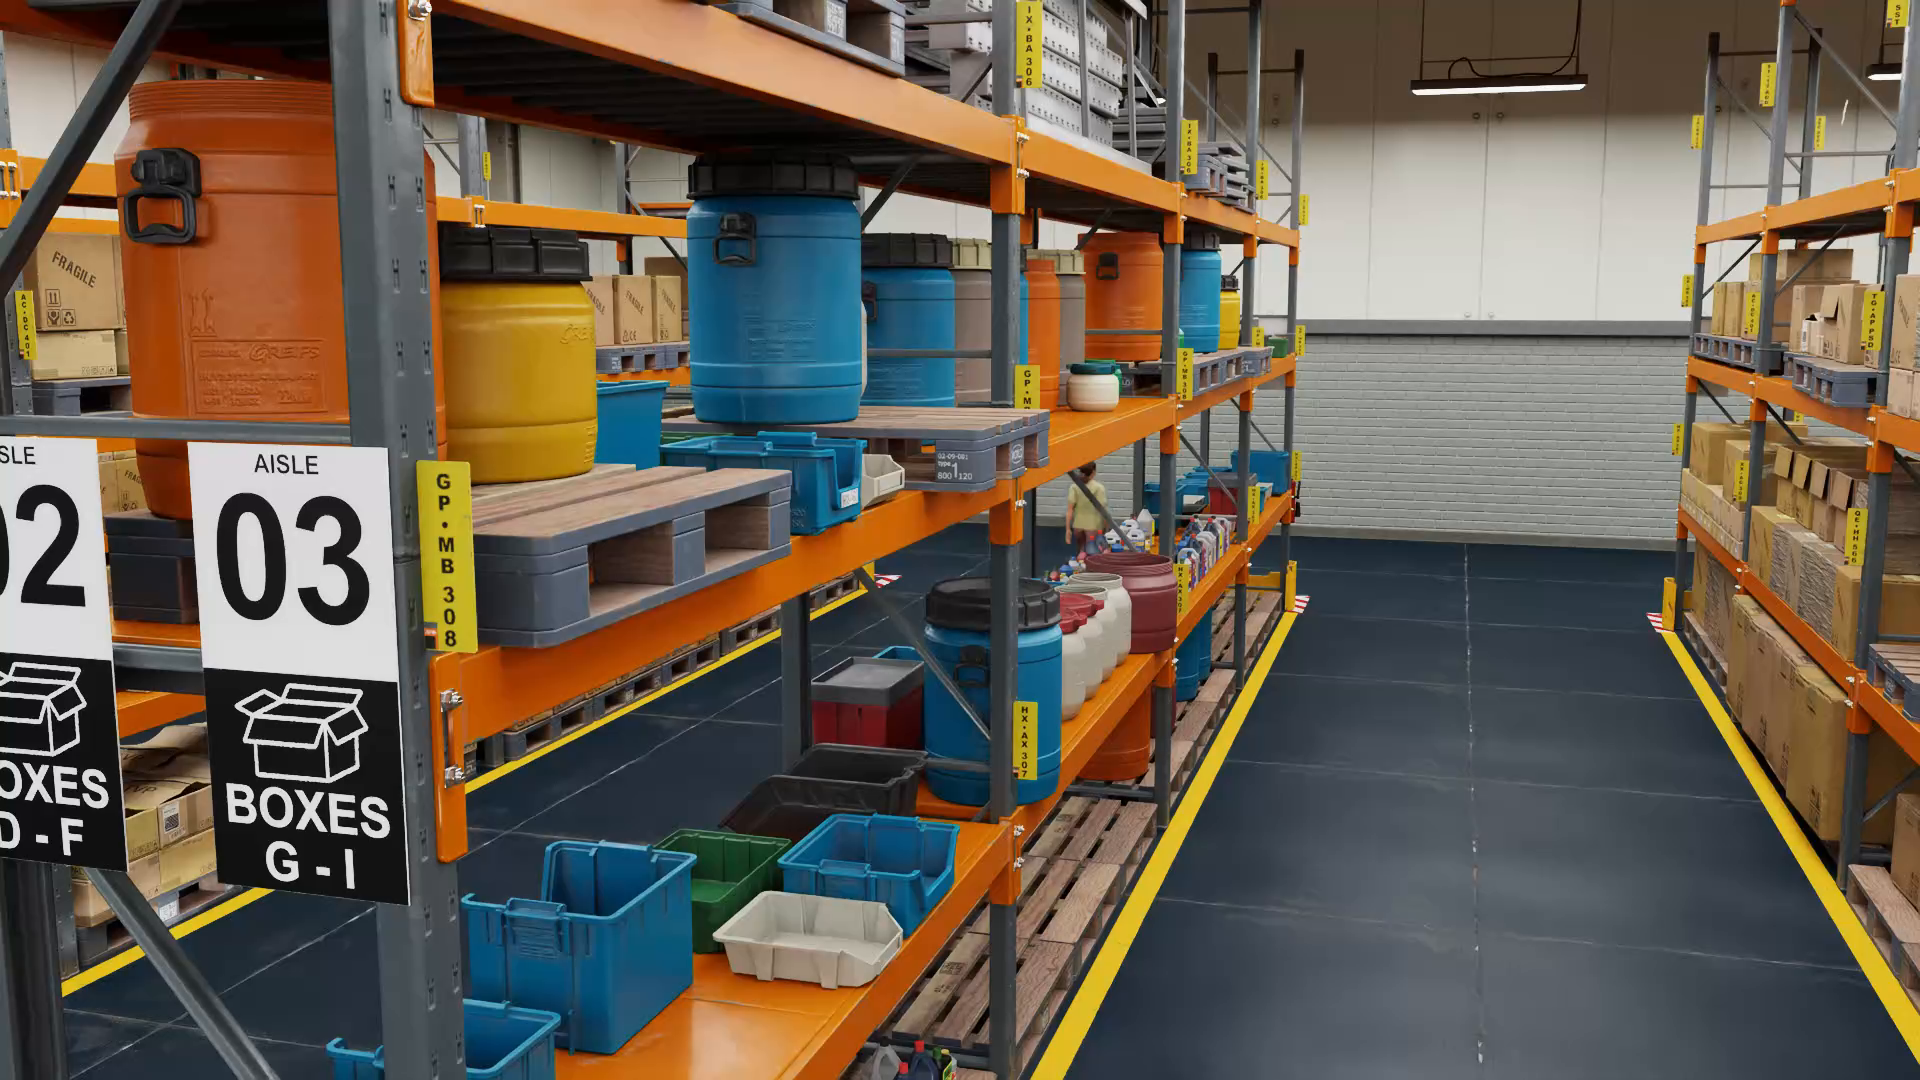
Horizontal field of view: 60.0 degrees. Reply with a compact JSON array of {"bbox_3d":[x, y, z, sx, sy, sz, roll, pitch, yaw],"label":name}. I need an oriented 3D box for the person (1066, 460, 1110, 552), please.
[{"bbox_3d":[1.413,-0.069,18.452,0.464,1.585,0.829,5,10,30],"label":"person"}]
